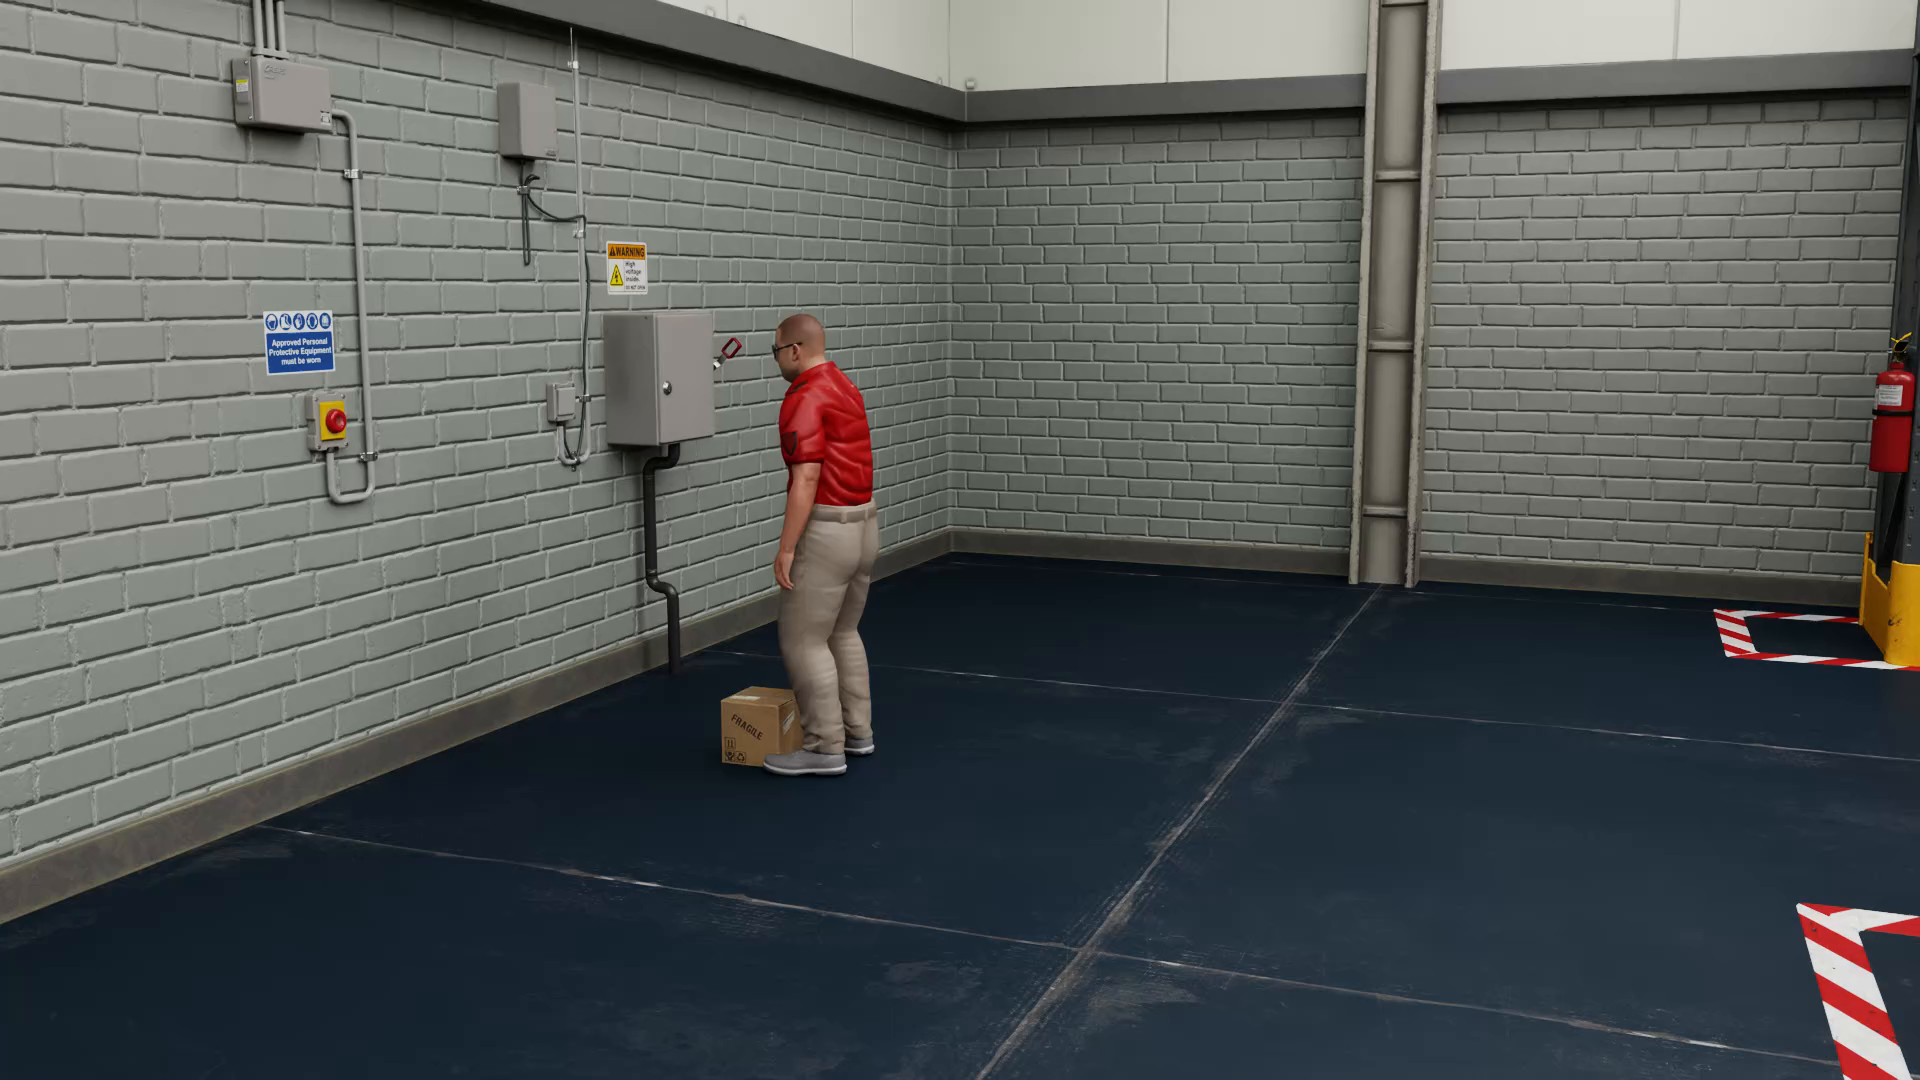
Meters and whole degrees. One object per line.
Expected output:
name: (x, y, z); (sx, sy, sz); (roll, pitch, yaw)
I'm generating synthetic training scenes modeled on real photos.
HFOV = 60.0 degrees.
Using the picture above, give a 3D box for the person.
person: (-0.525, 0.013, 6.309); (0.389, 1.726, 0.587); (3, 9, 21)
